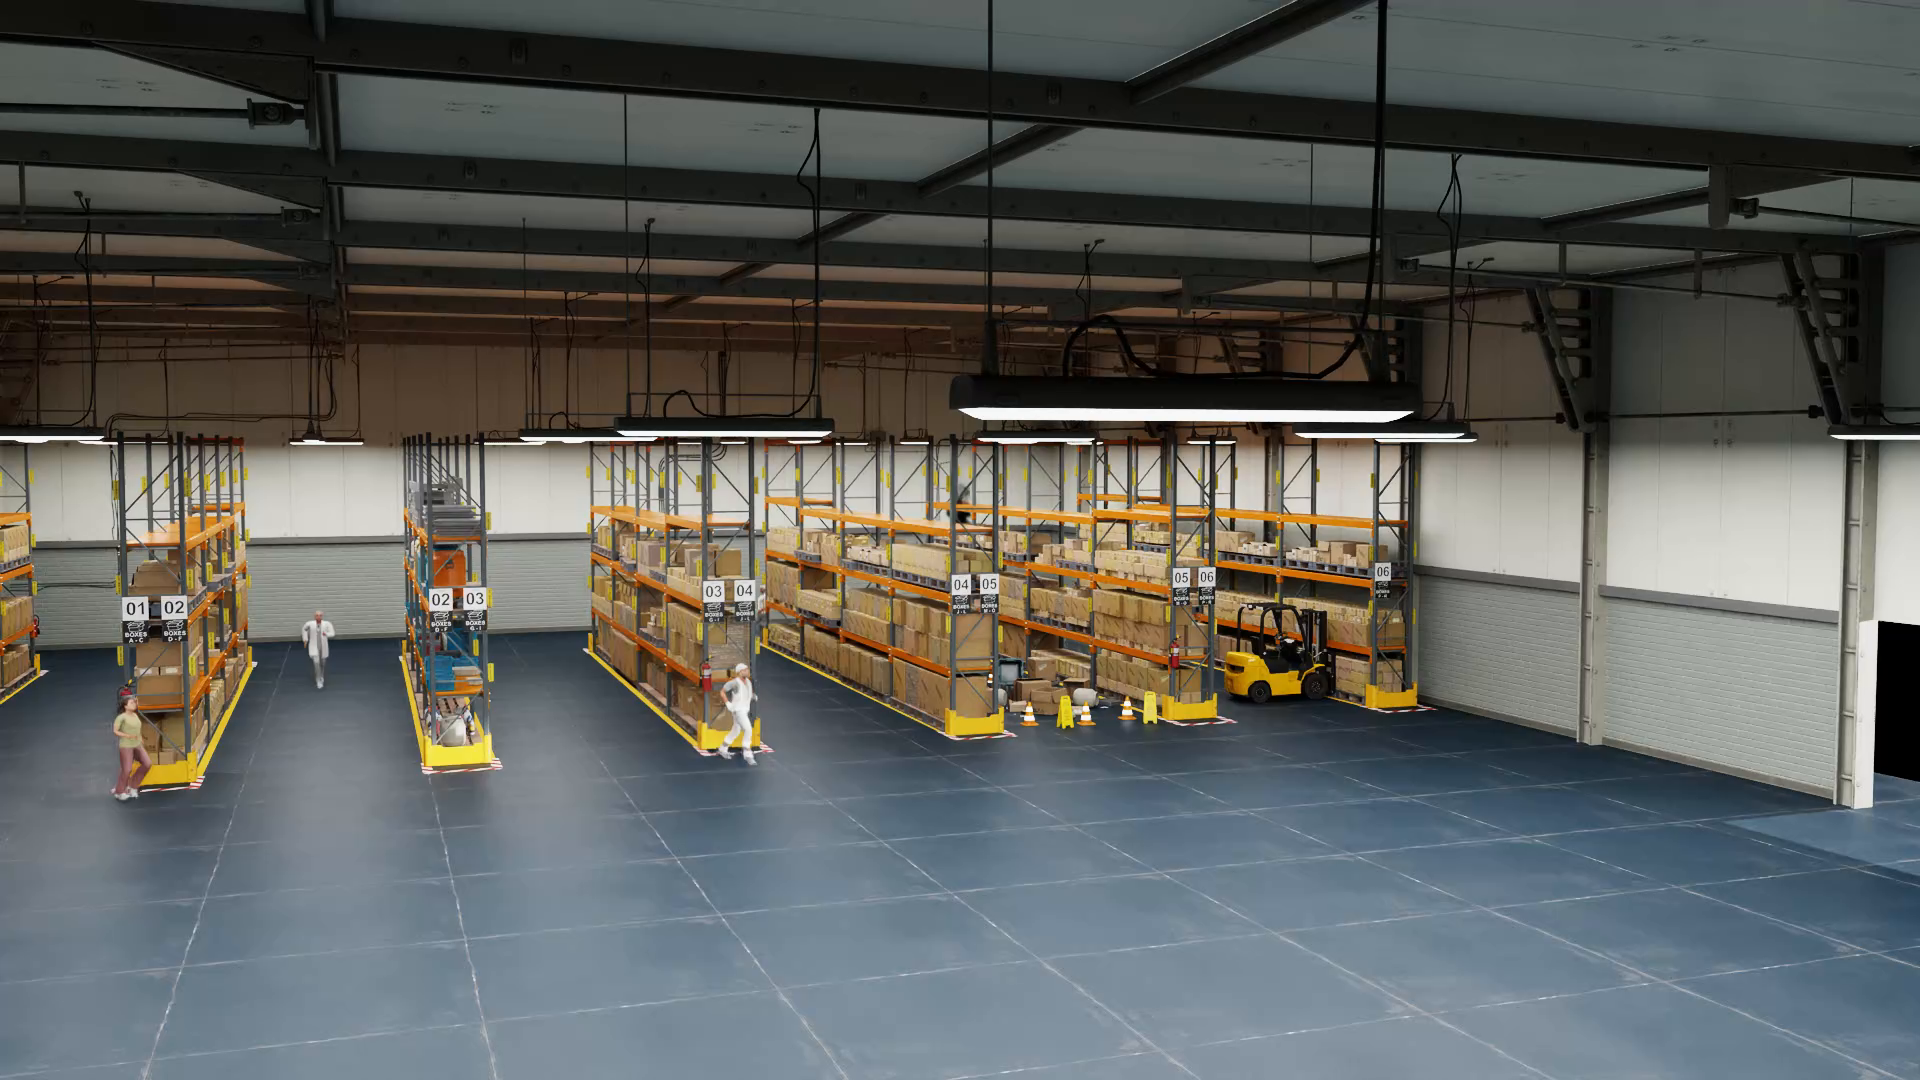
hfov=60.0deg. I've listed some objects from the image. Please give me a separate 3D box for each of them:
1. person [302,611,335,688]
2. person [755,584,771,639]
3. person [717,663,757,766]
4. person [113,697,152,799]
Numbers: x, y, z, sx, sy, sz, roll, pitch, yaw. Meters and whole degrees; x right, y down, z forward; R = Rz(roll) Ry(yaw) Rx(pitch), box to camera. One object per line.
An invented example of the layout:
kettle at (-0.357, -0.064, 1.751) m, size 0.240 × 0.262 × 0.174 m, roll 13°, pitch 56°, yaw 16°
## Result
person at (-15.372, 2.599, 39.887) m, size 0.680 × 1.812 × 1.001 m, roll -2°, pitch 4°, yaw -30°
person at (-5.955, 2.135, 49.574) m, size 0.627 × 1.680 × 0.763 m, roll 0°, pitch 3°, yaw 3°
person at (-4.005, 3.140, 30.215) m, size 0.860 × 1.818 × 0.663 m, roll 1°, pitch 3°, yaw 18°
person at (-13.501, 3.385, 27.122) m, size 0.561 × 1.652 × 0.593 m, roll 1°, pitch 3°, yaw 20°
